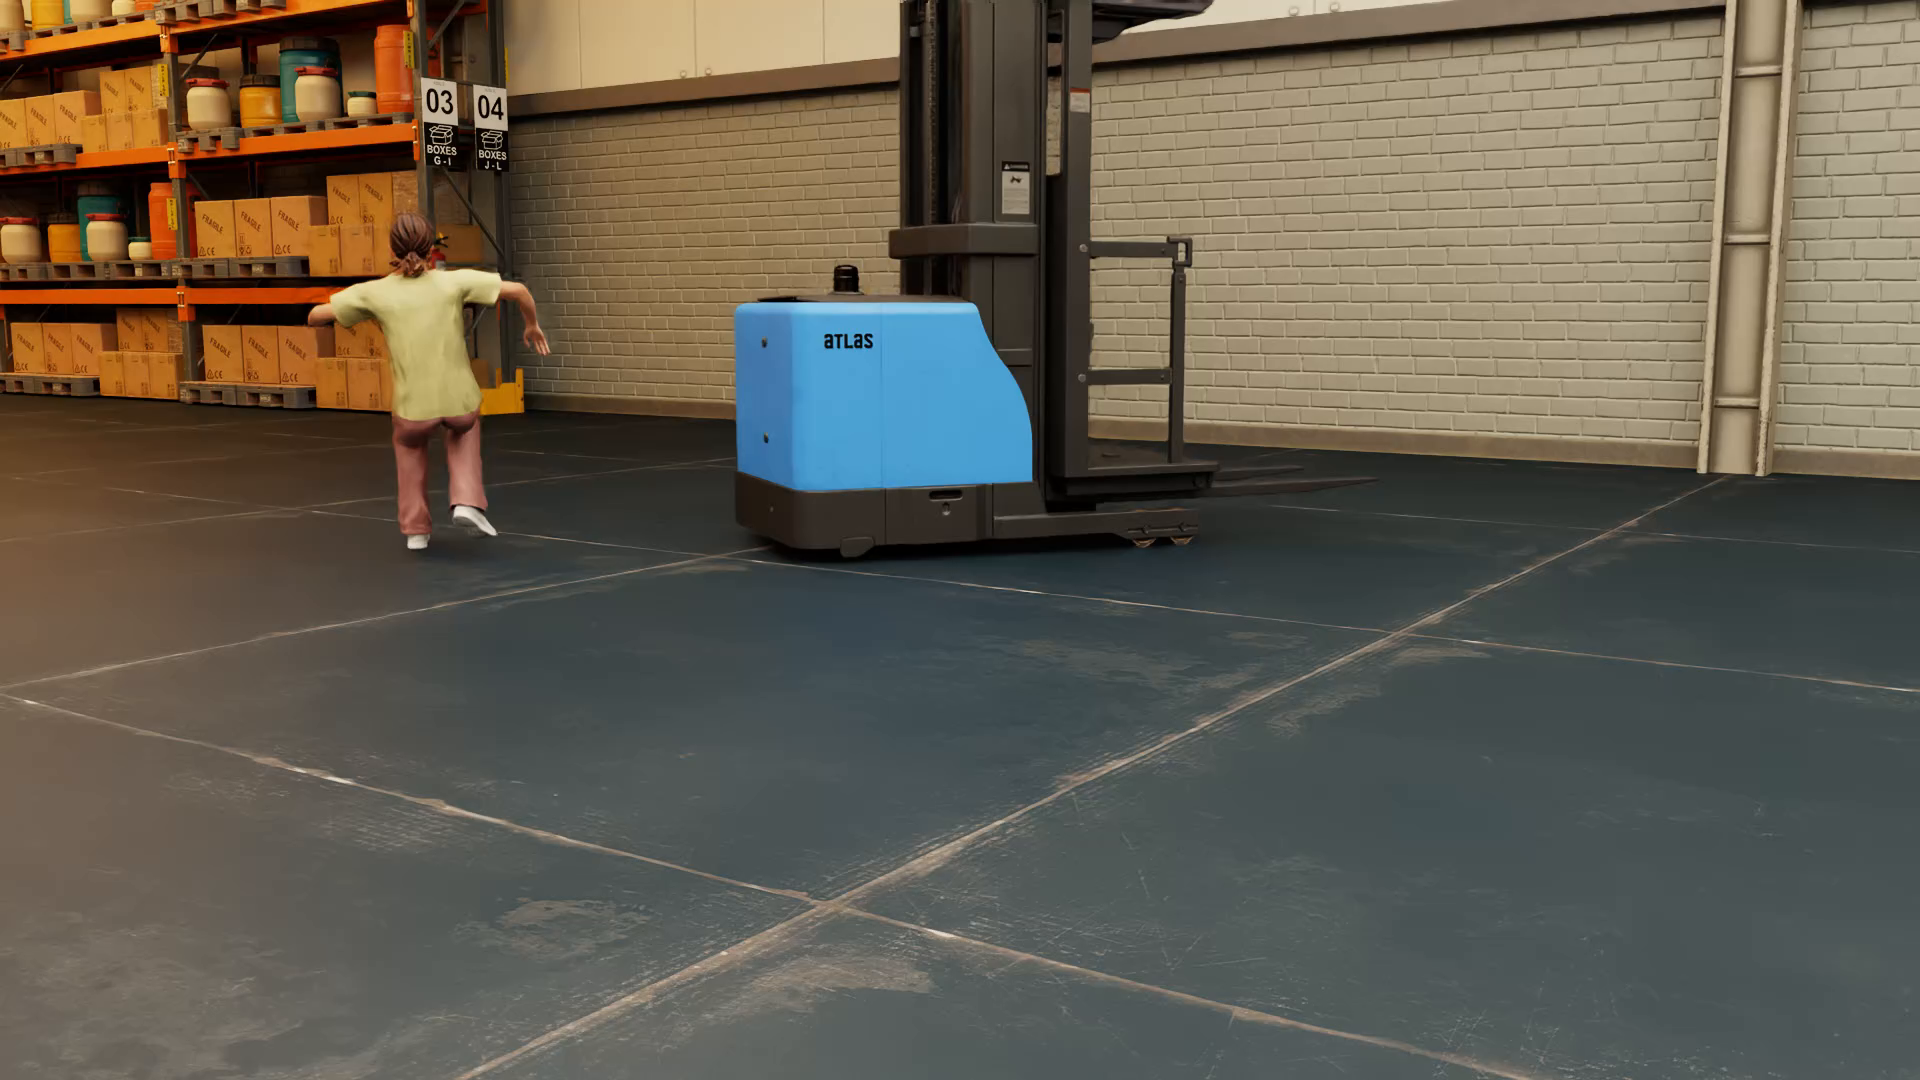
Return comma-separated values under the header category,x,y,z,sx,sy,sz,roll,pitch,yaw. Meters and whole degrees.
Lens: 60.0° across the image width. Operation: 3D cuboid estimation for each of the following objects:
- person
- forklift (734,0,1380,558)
category,x,y,z,sx,sy,sz,roll,pitch,yaw
person,-2.263,-0.660,7.122,0.963,1.439,0.843,-4,9,-24
forklift,0.528,-1.488,7.653,3.031,2.935,1.130,-3,9,-23
